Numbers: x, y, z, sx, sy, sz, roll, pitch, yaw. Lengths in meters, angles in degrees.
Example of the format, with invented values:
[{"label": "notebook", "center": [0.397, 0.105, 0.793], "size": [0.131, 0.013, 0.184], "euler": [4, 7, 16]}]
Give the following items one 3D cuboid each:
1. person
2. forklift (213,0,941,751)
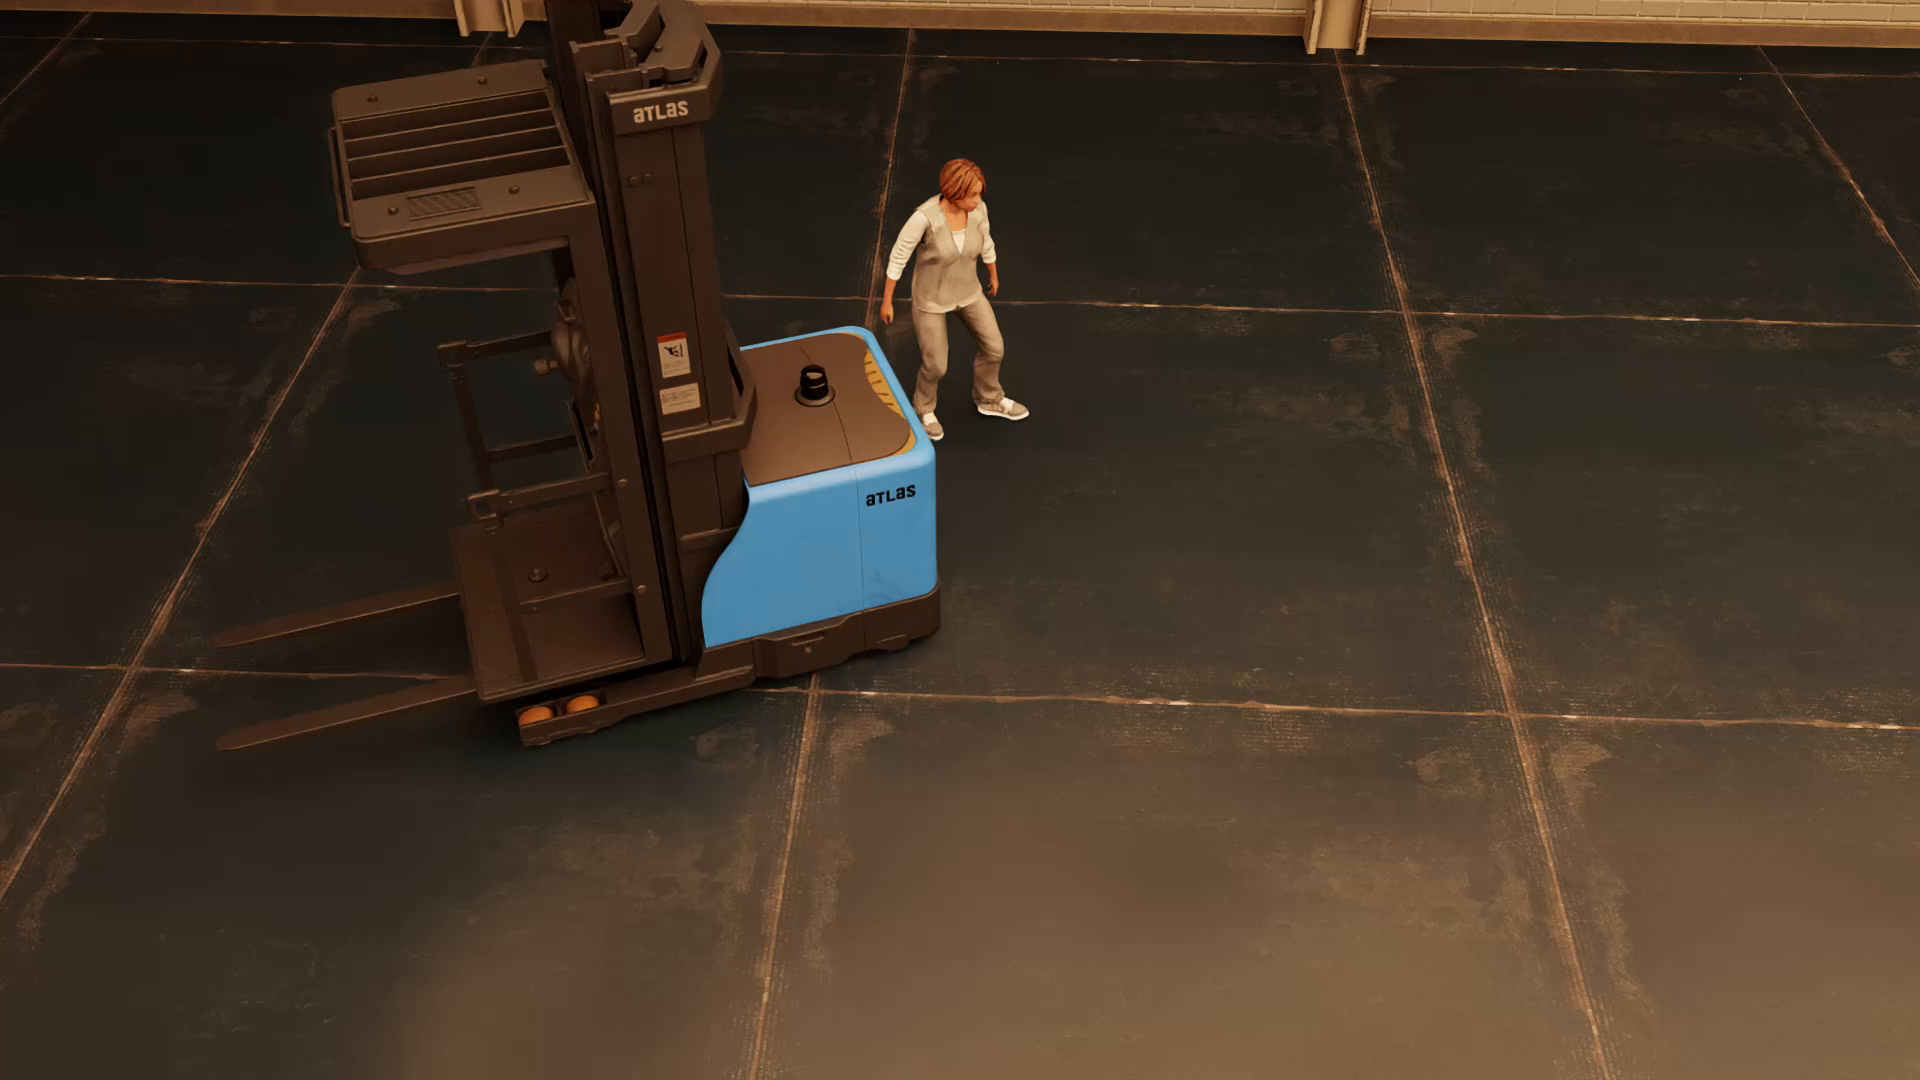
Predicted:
[{"label": "person", "center": [-0.028, -1.173, 8.052], "size": [0.732, 1.570, 0.388], "euler": [-20, 46, -20]}, {"label": "forklift", "center": [-1.660, -0.625, 6.426], "size": [3.031, 2.935, 1.130], "euler": [-13, 44, -14]}]
